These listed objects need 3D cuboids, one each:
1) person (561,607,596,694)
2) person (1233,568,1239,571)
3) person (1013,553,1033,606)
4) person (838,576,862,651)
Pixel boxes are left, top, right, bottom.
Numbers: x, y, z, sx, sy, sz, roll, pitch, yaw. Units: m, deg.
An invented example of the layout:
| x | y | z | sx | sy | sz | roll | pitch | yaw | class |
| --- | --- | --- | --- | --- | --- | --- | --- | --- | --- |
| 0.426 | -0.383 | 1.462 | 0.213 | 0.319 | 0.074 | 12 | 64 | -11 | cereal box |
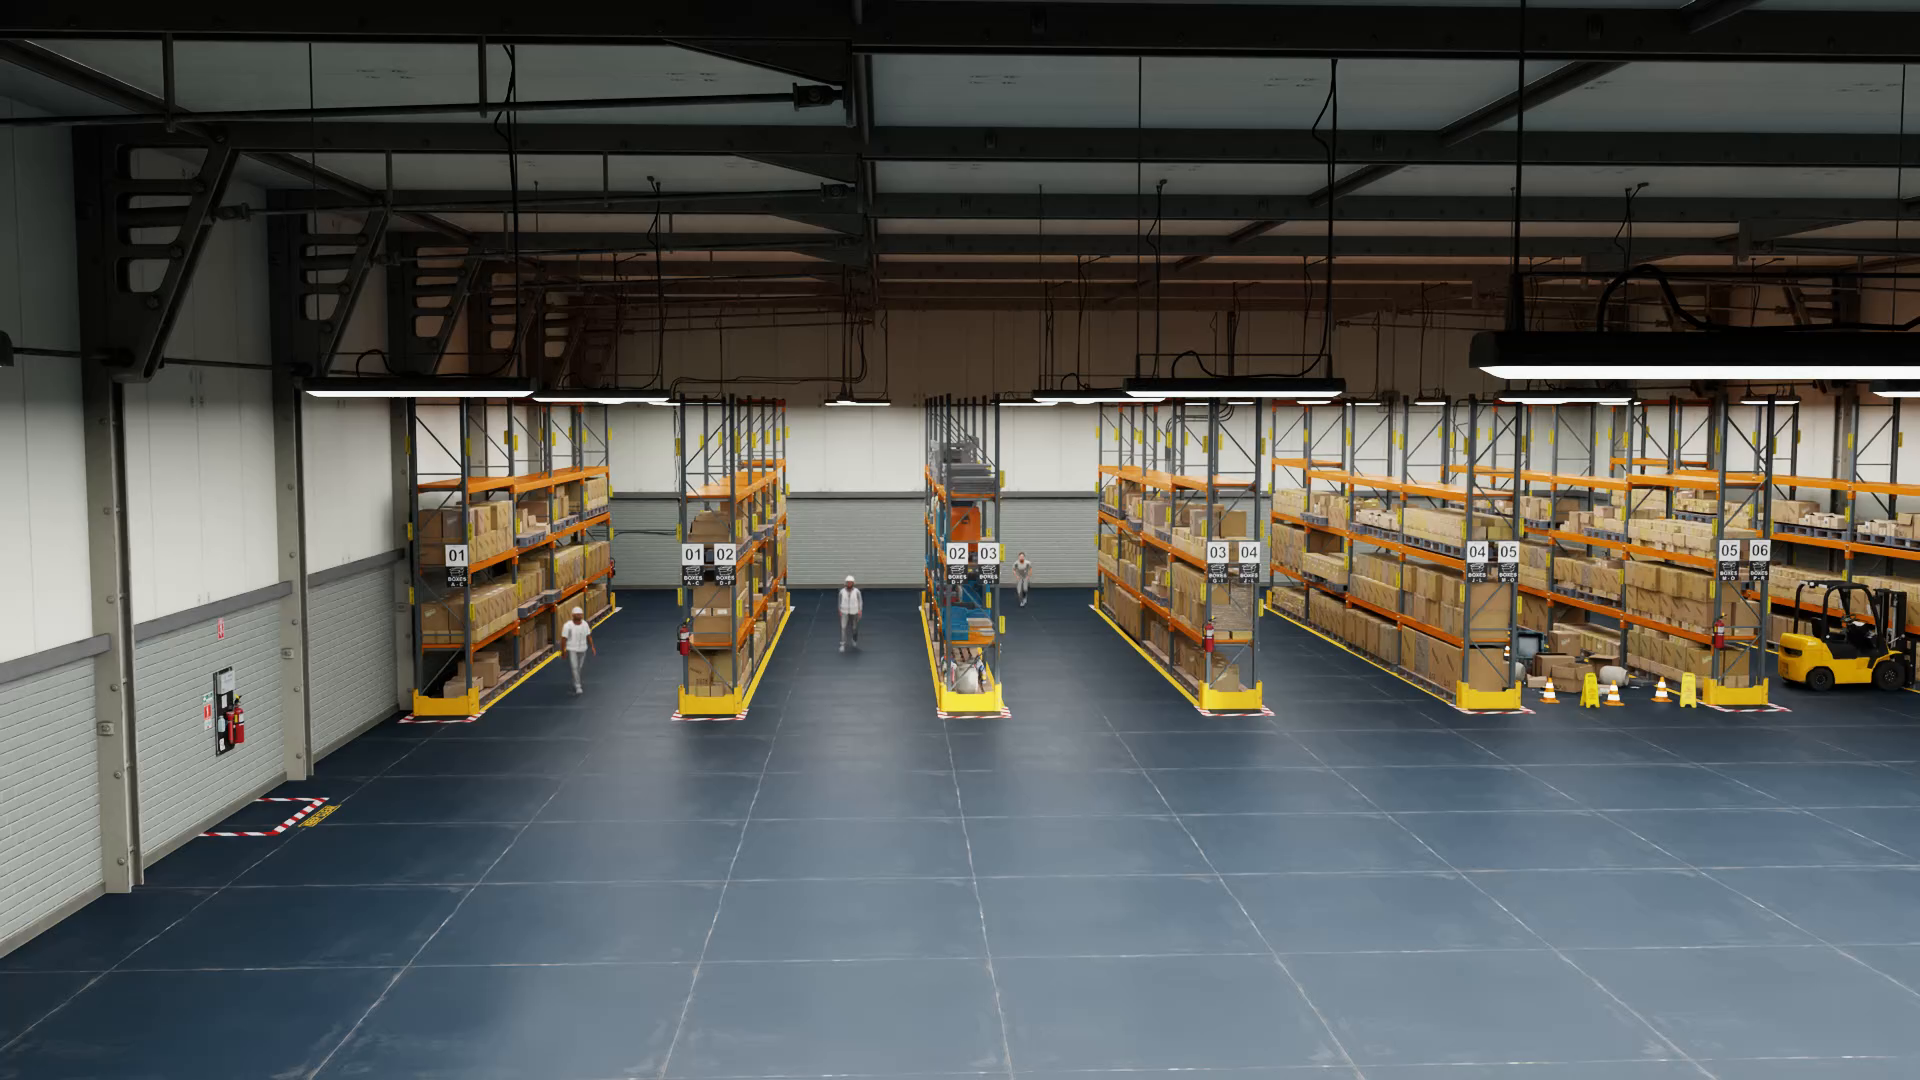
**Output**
| x | y | z | sx | sy | sz | roll | pitch | yaw | class |
| --- | --- | --- | --- | --- | --- | --- | --- | --- | --- |
| -7.705 | 2.196 | 33.518 | 0.652 | 1.698 | 1.109 | -3 | 5 | -31 | person |
| 7.827 | 1.093 | 47.555 | 0.568 | 1.717 | 0.990 | 1 | 5 | 10 | person |
| 1.825 | 1.133 | 48.177 | 0.592 | 1.579 | 0.686 | 0 | 5 | 5 | person |
| -2.617 | 1.721 | 39.436 | 0.608 | 1.730 | 1.004 | 0 | 5 | 6 | person |
